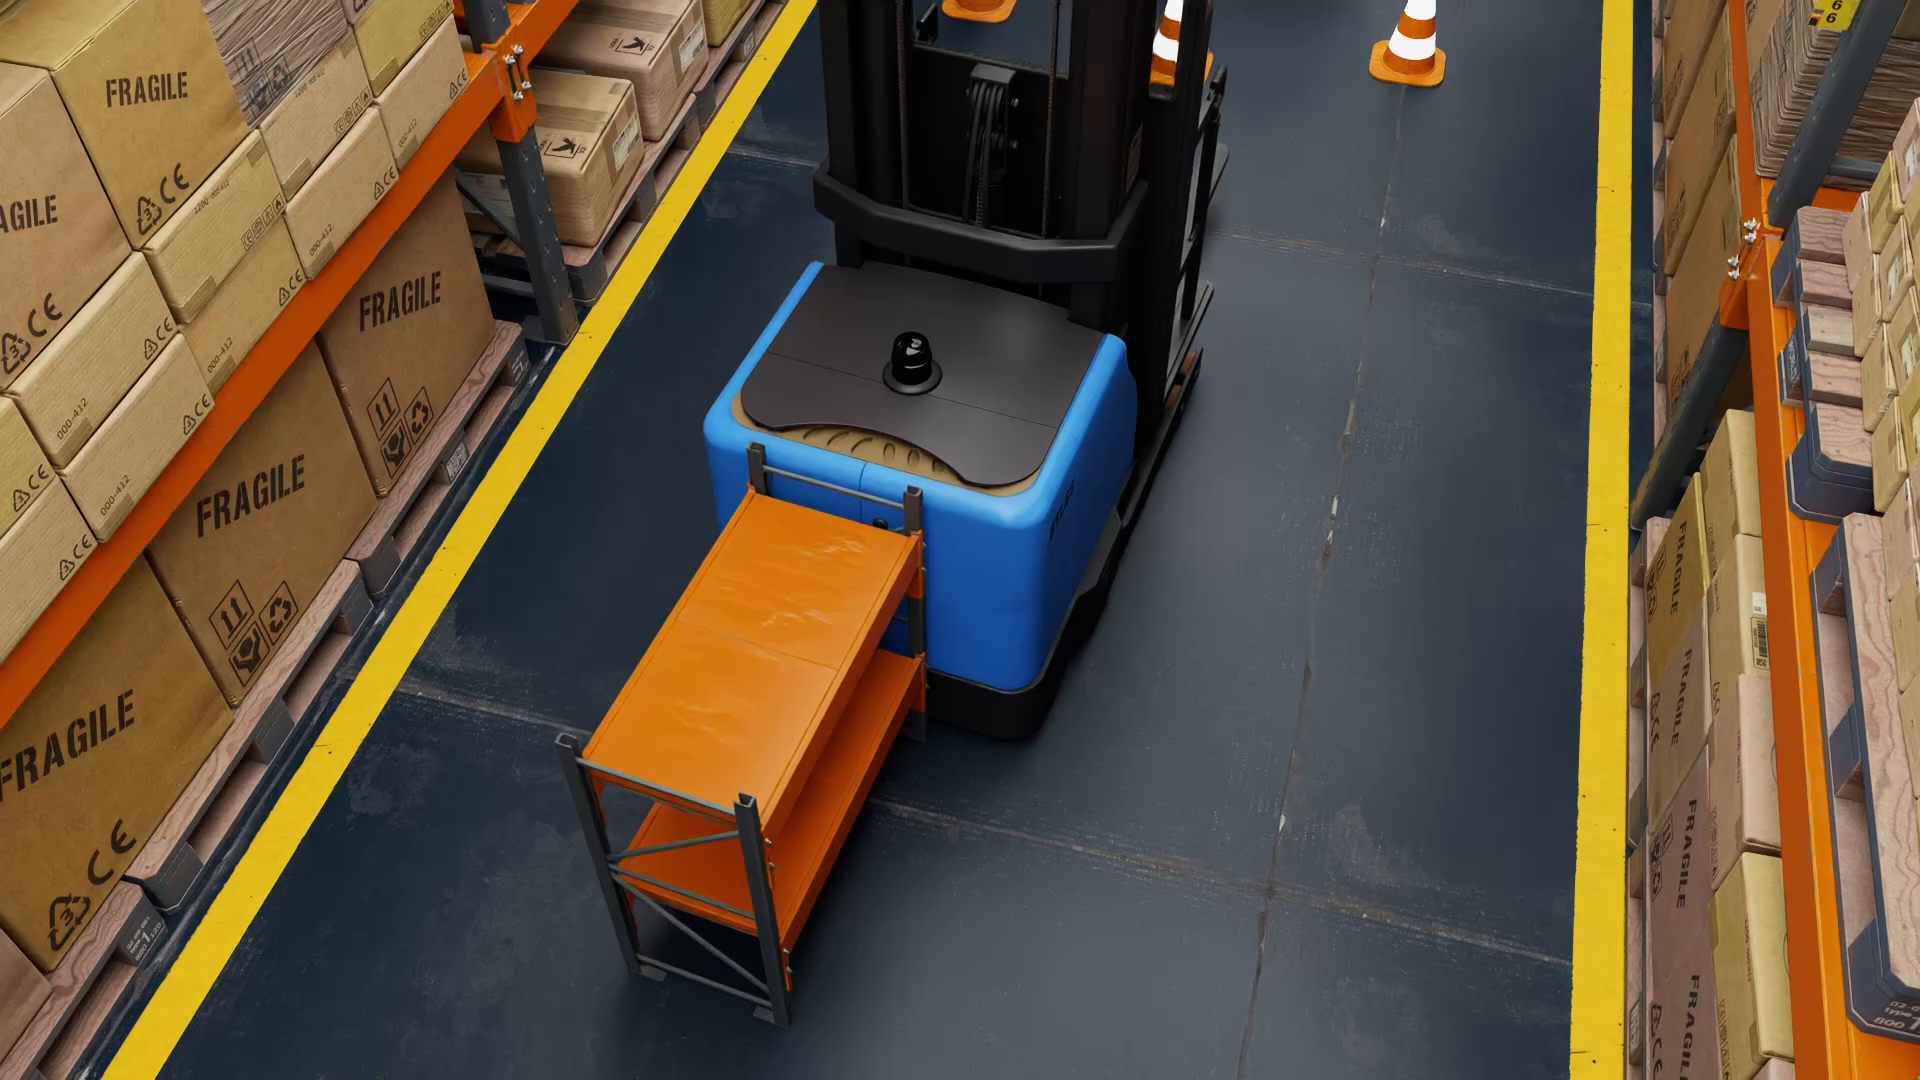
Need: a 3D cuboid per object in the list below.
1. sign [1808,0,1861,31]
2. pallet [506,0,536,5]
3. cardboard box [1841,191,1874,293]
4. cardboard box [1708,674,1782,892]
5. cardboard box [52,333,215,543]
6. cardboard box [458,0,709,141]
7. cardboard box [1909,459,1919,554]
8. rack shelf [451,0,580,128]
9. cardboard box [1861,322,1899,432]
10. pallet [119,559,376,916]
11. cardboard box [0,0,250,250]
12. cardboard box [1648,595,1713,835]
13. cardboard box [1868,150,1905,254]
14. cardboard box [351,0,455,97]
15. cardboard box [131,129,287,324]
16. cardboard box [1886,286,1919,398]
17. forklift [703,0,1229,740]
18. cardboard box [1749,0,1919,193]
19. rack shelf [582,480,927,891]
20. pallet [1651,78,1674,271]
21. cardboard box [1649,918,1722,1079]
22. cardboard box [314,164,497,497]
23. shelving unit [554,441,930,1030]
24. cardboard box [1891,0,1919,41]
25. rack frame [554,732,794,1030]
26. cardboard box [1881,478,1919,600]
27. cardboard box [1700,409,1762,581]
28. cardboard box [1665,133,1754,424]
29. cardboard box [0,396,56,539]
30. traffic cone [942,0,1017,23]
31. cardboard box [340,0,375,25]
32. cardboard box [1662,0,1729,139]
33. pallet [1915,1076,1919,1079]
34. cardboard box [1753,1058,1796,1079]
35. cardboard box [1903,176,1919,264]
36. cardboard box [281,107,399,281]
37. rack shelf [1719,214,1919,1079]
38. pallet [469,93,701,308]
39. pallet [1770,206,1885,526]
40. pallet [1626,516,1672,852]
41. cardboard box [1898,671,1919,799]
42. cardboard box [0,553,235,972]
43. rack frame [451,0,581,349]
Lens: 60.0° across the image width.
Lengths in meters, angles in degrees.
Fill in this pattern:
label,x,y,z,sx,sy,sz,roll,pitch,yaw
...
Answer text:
label,x,y,z,sx,sy,sz,roll,pitch,yaw
sign,2.288,-1.459,4.265,0.100,0.325,0.005,12,50,10
pallet,-1.893,-2.346,5.948,1.213,0.211,1.003,12,50,10
cardboard box,2.512,-0.741,4.291,0.380,0.149,0.250,11,49,10
cardboard box,2.133,0.644,4.068,0.500,0.250,0.500,12,50,10
cardboard box,-2.234,-0.298,4.112,0.500,0.250,0.500,11,49,9
cardboard box,-1.633,-2.084,7.062,0.950,0.372,0.625,11,49,9
cardboard box,2.235,-0.061,3.492,0.380,0.149,0.250,12,50,10
rack shelf,-1.451,-3.082,6.949,1.077,0.370,4.000,12,50,10
cardboard box,2.371,-0.352,3.947,0.380,0.149,0.250,14,50,12
pallet,-2.581,0.485,5.181,1.003,0.211,1.213,12,50,10
cardboard box,-2.126,-1.081,3.969,0.500,0.500,0.500,12,50,10
cardboard box,2.263,0.545,4.656,0.500,0.500,0.500,12,50,10
cardboard box,2.504,-0.814,4.156,0.380,0.149,0.250,14,50,12
cardboard box,-1.860,-1.588,4.918,0.500,0.250,0.500,11,50,10
cardboard box,-2.106,-0.842,4.259,0.500,0.250,0.500,10,49,9
cardboard box,2.367,-0.423,3.812,0.380,0.149,0.250,10,49,9
forklift,0.261,-1.485,5.106,1.130,2.935,3.031,16,50,14
cardboard box,2.684,-1.381,4.902,0.500,0.500,0.500,12,50,10
rack shelf,-0.517,0.344,4.306,0.538,0.278,1.000,16,50,14
pallet,3.428,-1.482,6.917,1.003,0.211,1.213,12,50,10
cardboard box,1.998,1.286,4.001,0.500,0.500,0.500,11,49,9
cardboard box,-2.240,-0.826,5.615,0.875,0.875,0.875,11,50,10
shelving unit,-0.517,0.538,4.525,0.538,1.125,1.048,16,50,14
cardboard box,2.952,-1.656,4.477,0.700,0.500,0.500,11,50,10
rack frame,-0.698,0.894,4.211,0.500,1.125,0.032,16,50,14
cardboard box,2.233,0.037,3.605,0.380,0.149,0.250,13,50,11
cardboard box,2.409,-0.078,4.705,0.500,0.250,0.500,10,49,8
cardboard box,3.072,-0.786,5.664,1.050,0.750,0.750,11,49,10
cardboard box,-2.374,-0.100,3.605,0.500,0.250,0.500,12,50,11
traffic cone,0.099,-2.754,7.872,0.336,0.463,0.334,12,50,10
cardboard box,-1.861,-1.811,4.614,0.500,0.500,0.500,10,49,9
cardboard box,3.543,-2.093,6.817,1.050,0.750,0.750,12,50,10
pallet,2.113,1.463,2.586,1.003,0.211,1.213,12,50,10
cardboard box,1.872,1.406,3.395,0.500,0.250,0.500,14,50,12
cardboard box,2.448,-0.731,3.885,0.380,0.149,0.250,10,49,9
cardboard box,-1.980,-1.034,4.762,0.500,0.250,0.500,12,50,11
rack shelf,2.298,0.715,3.598,1.077,0.370,4.000,12,50,10
pallet,-1.771,-1.515,6.946,1.003,0.211,1.213,12,50,10
pallet,2.740,-0.369,4.203,1.213,0.211,1.003,12,50,10
pallet,2.617,0.518,5.152,1.003,0.211,1.213,12,50,10
cardboard box,2.095,0.406,3.278,0.380,0.149,0.250,10,49,9
cardboard box,-2.714,0.465,4.476,0.875,0.875,0.875,13,50,11
rack frame,-1.978,-1.873,5.402,1.000,3.000,0.127,12,50,10
